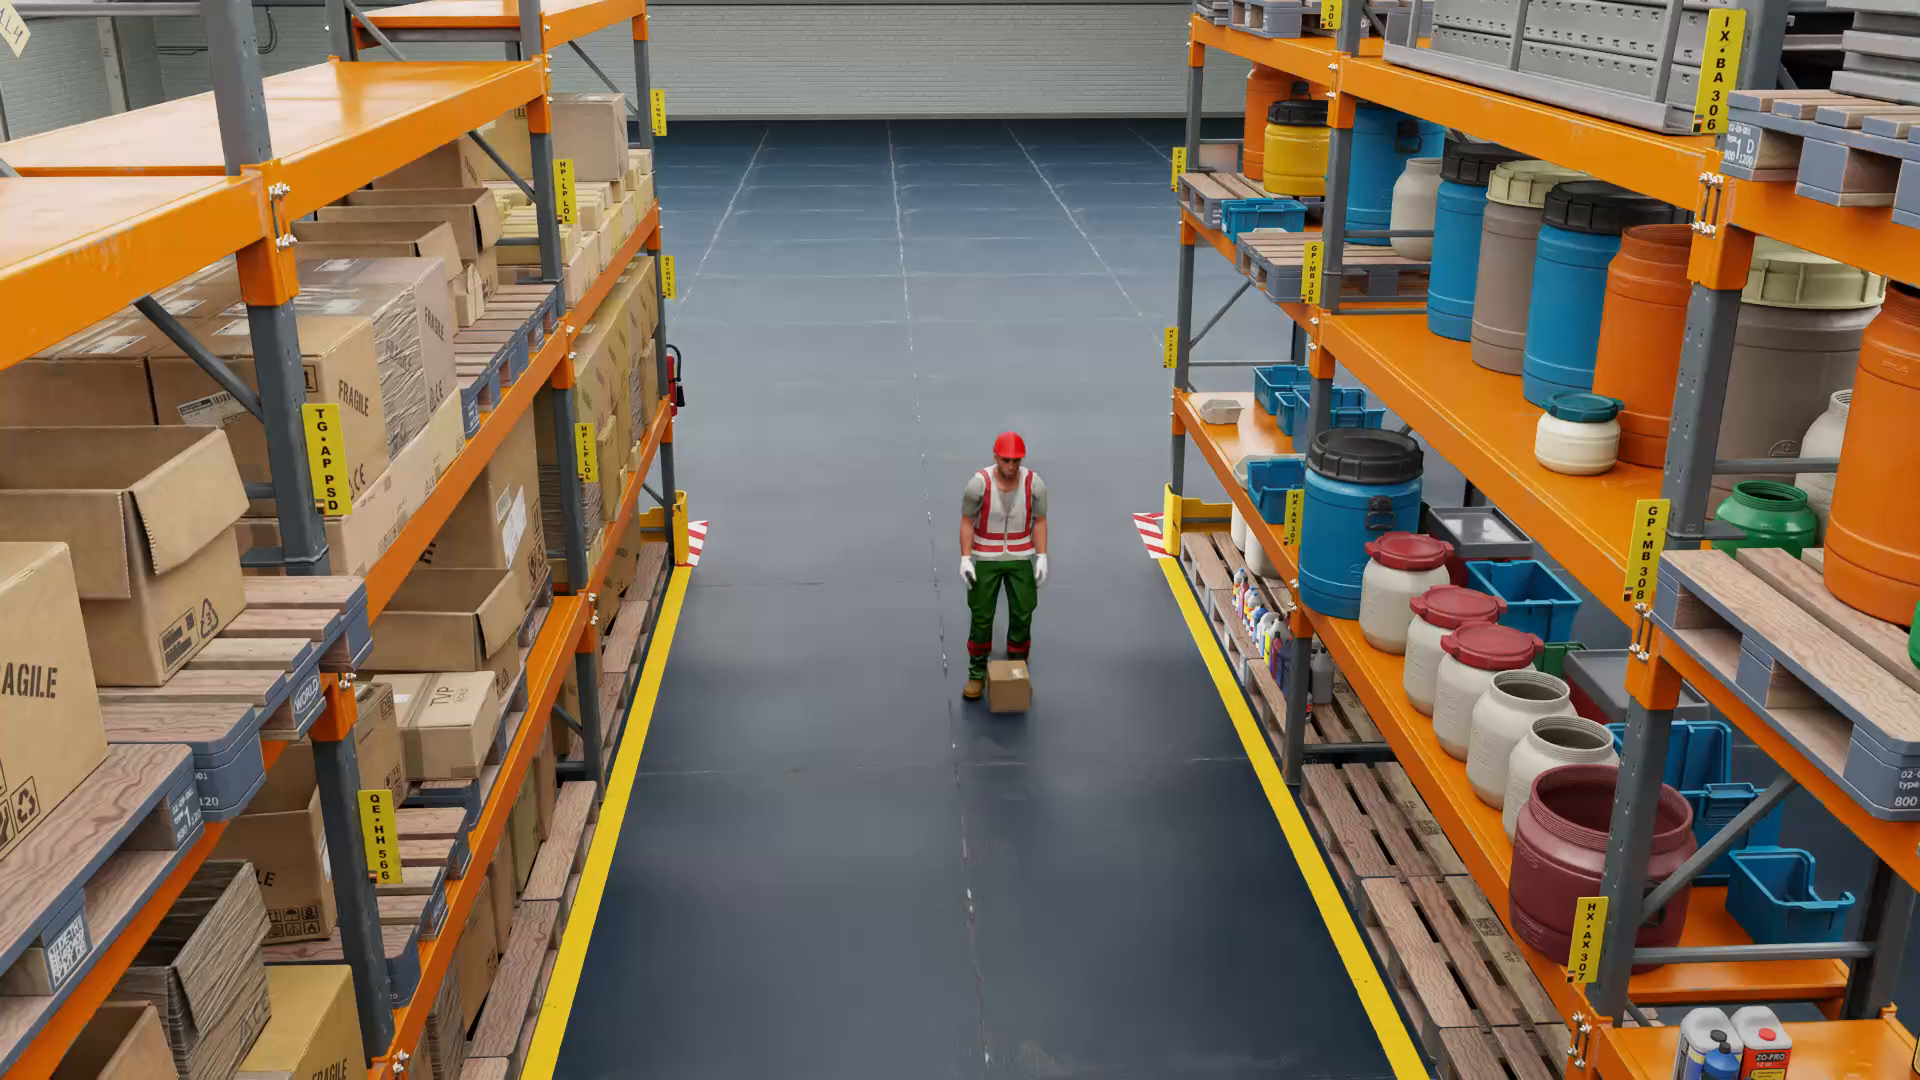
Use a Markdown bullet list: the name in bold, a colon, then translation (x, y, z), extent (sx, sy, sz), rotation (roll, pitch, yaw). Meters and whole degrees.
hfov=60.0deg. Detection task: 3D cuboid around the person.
- **person**: translation (0.281, 0.145, 10.657), extent (0.579, 1.780, 0.441), rotation (-2, 20, -5)
